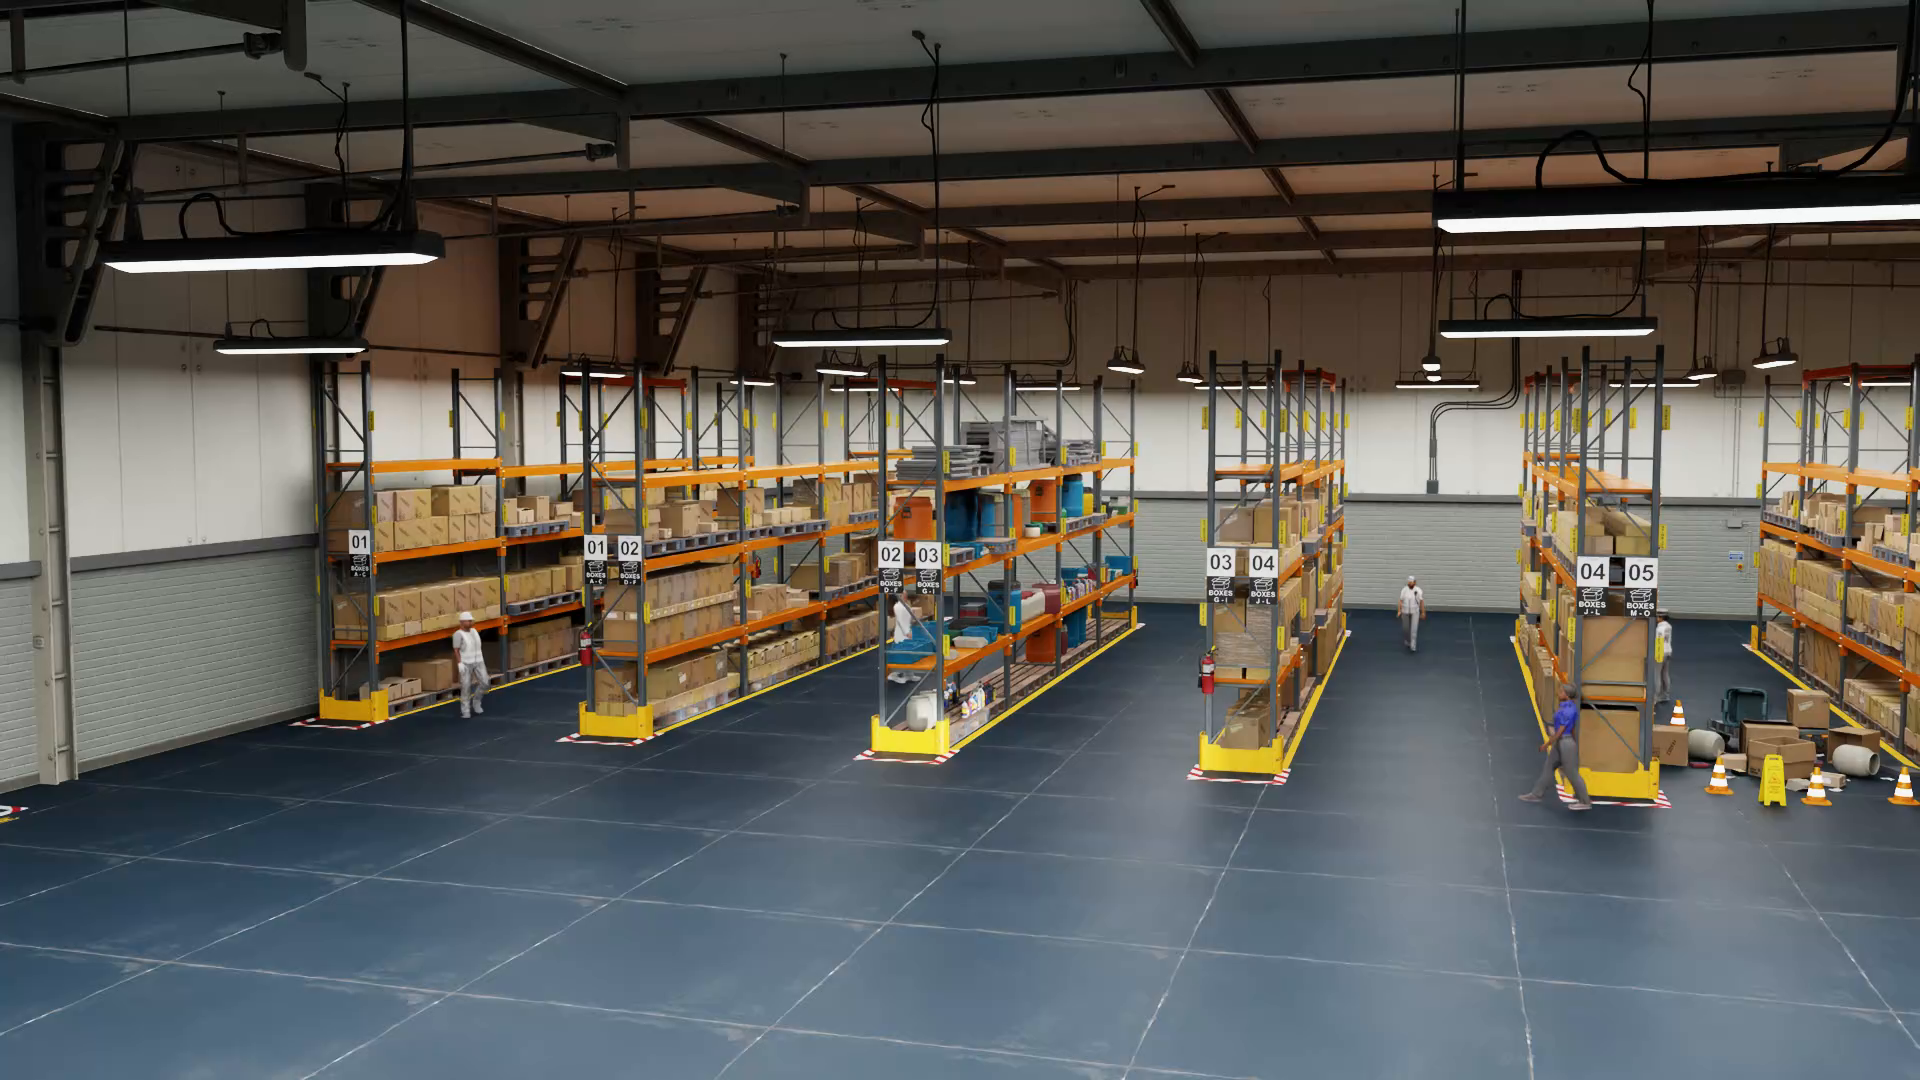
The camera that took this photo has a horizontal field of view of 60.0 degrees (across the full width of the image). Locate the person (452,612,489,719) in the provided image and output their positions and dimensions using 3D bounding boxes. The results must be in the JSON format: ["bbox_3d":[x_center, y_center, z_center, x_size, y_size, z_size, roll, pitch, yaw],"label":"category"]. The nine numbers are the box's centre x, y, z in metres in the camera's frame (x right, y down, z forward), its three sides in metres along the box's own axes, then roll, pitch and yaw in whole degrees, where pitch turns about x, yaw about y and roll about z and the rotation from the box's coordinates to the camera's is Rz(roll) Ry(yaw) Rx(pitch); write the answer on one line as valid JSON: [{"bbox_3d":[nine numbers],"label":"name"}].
[{"bbox_3d":[-8.274,2.106,28.146,0.661,1.789,0.571,-4,6,-44],"label":"person"}]

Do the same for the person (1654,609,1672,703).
[{"bbox_3d":[12.455,2.065,29.624,0.553,1.678,0.383,-4,6,-42],"label":"person"}]

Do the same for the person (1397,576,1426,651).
[{"bbox_3d":[9.890,1.594,36.403,0.606,1.628,0.927,2,4,20],"label":"person"}]

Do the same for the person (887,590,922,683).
[{"bbox_3d":[-1.069,1.834,31.777,0.551,1.789,0.614,1,4,15],"label":"person"}]

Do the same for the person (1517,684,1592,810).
[{"bbox_3d":[7.677,2.646,21.422,0.889,1.622,0.512,1,4,16],"label":"person"}]
